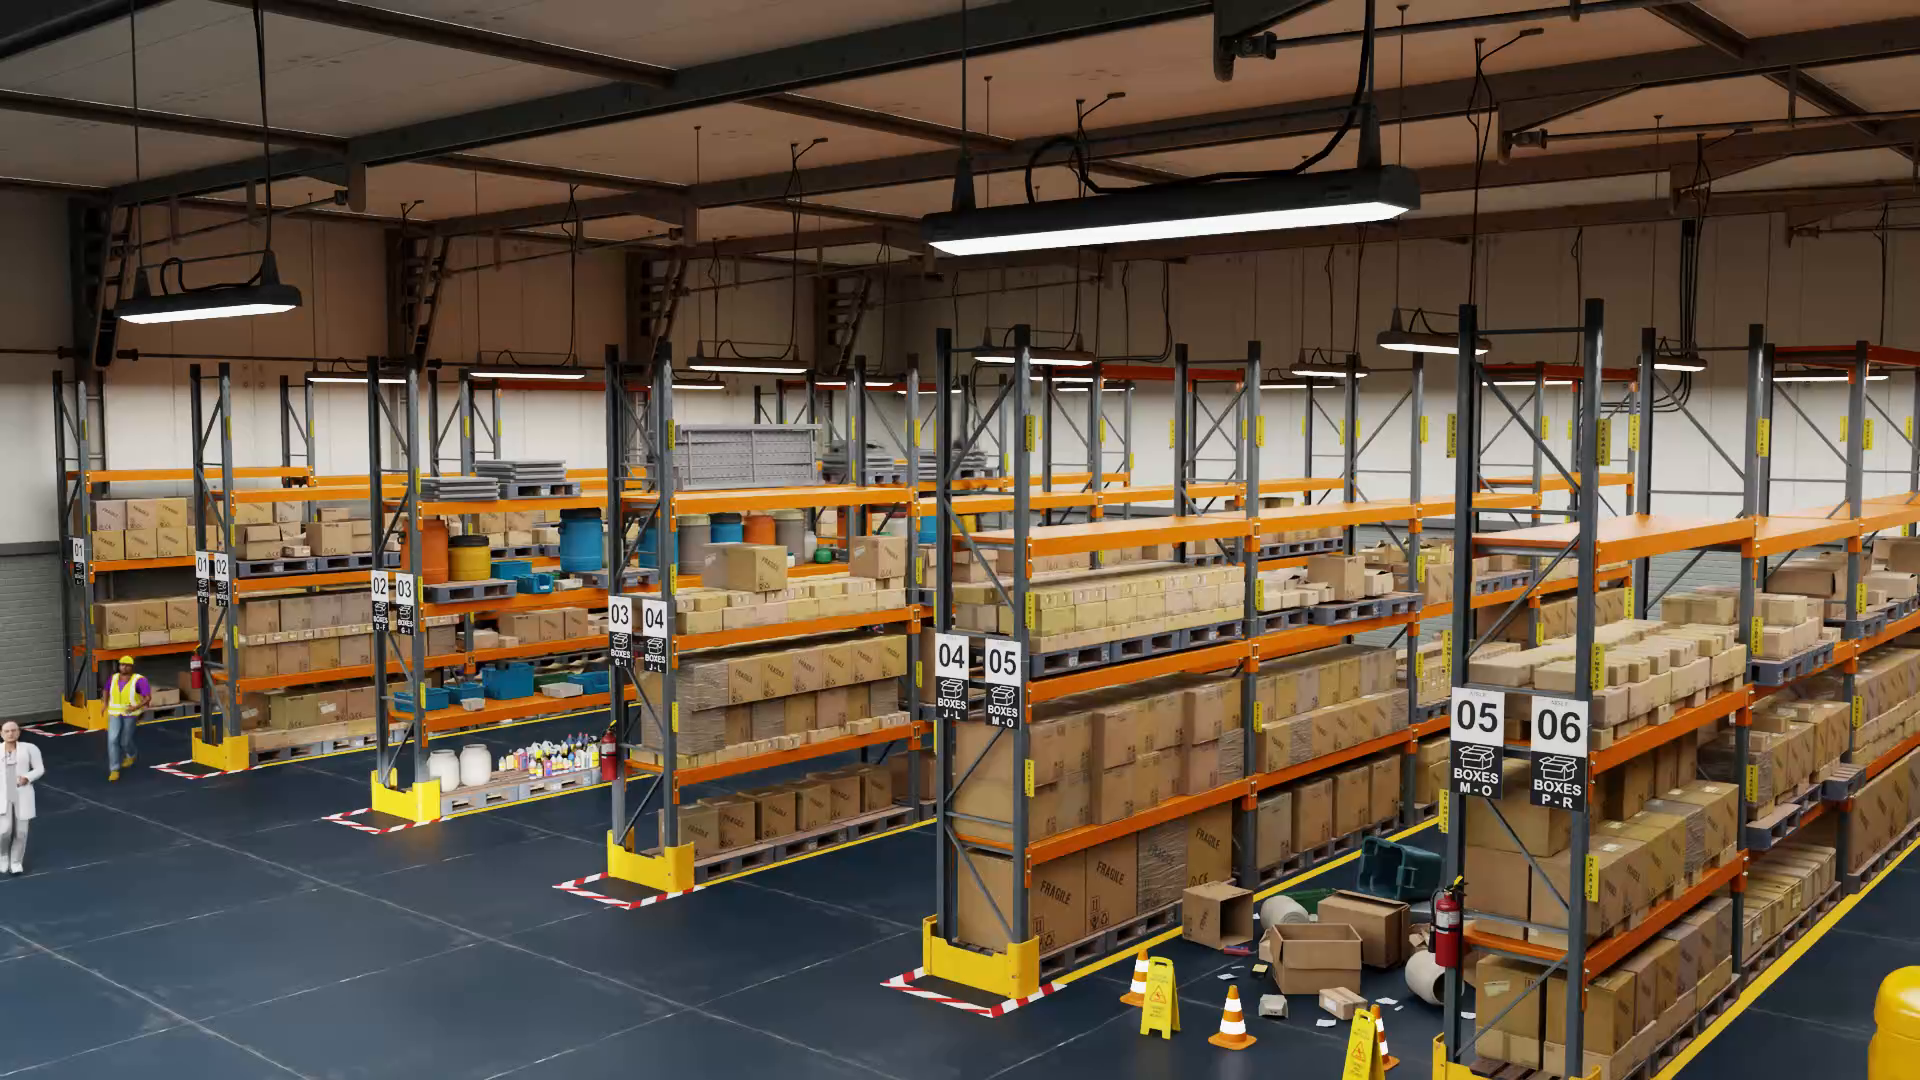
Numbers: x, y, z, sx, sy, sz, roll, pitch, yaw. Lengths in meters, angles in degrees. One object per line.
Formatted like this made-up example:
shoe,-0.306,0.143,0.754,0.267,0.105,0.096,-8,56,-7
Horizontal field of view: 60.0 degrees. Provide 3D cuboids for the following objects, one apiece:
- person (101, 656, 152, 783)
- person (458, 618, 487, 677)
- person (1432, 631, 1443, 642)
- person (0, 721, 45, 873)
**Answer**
person,-12.111,2.552,24.137,0.710,1.759,0.924,-1,4,-11
person,-8.797,2.197,29.934,0.588,1.613,0.574,4,6,42
person,7.753,2.325,27.015,0.668,1.723,0.985,3,5,39
person,-10.727,2.927,18.802,0.690,1.740,0.672,-3,5,-34
